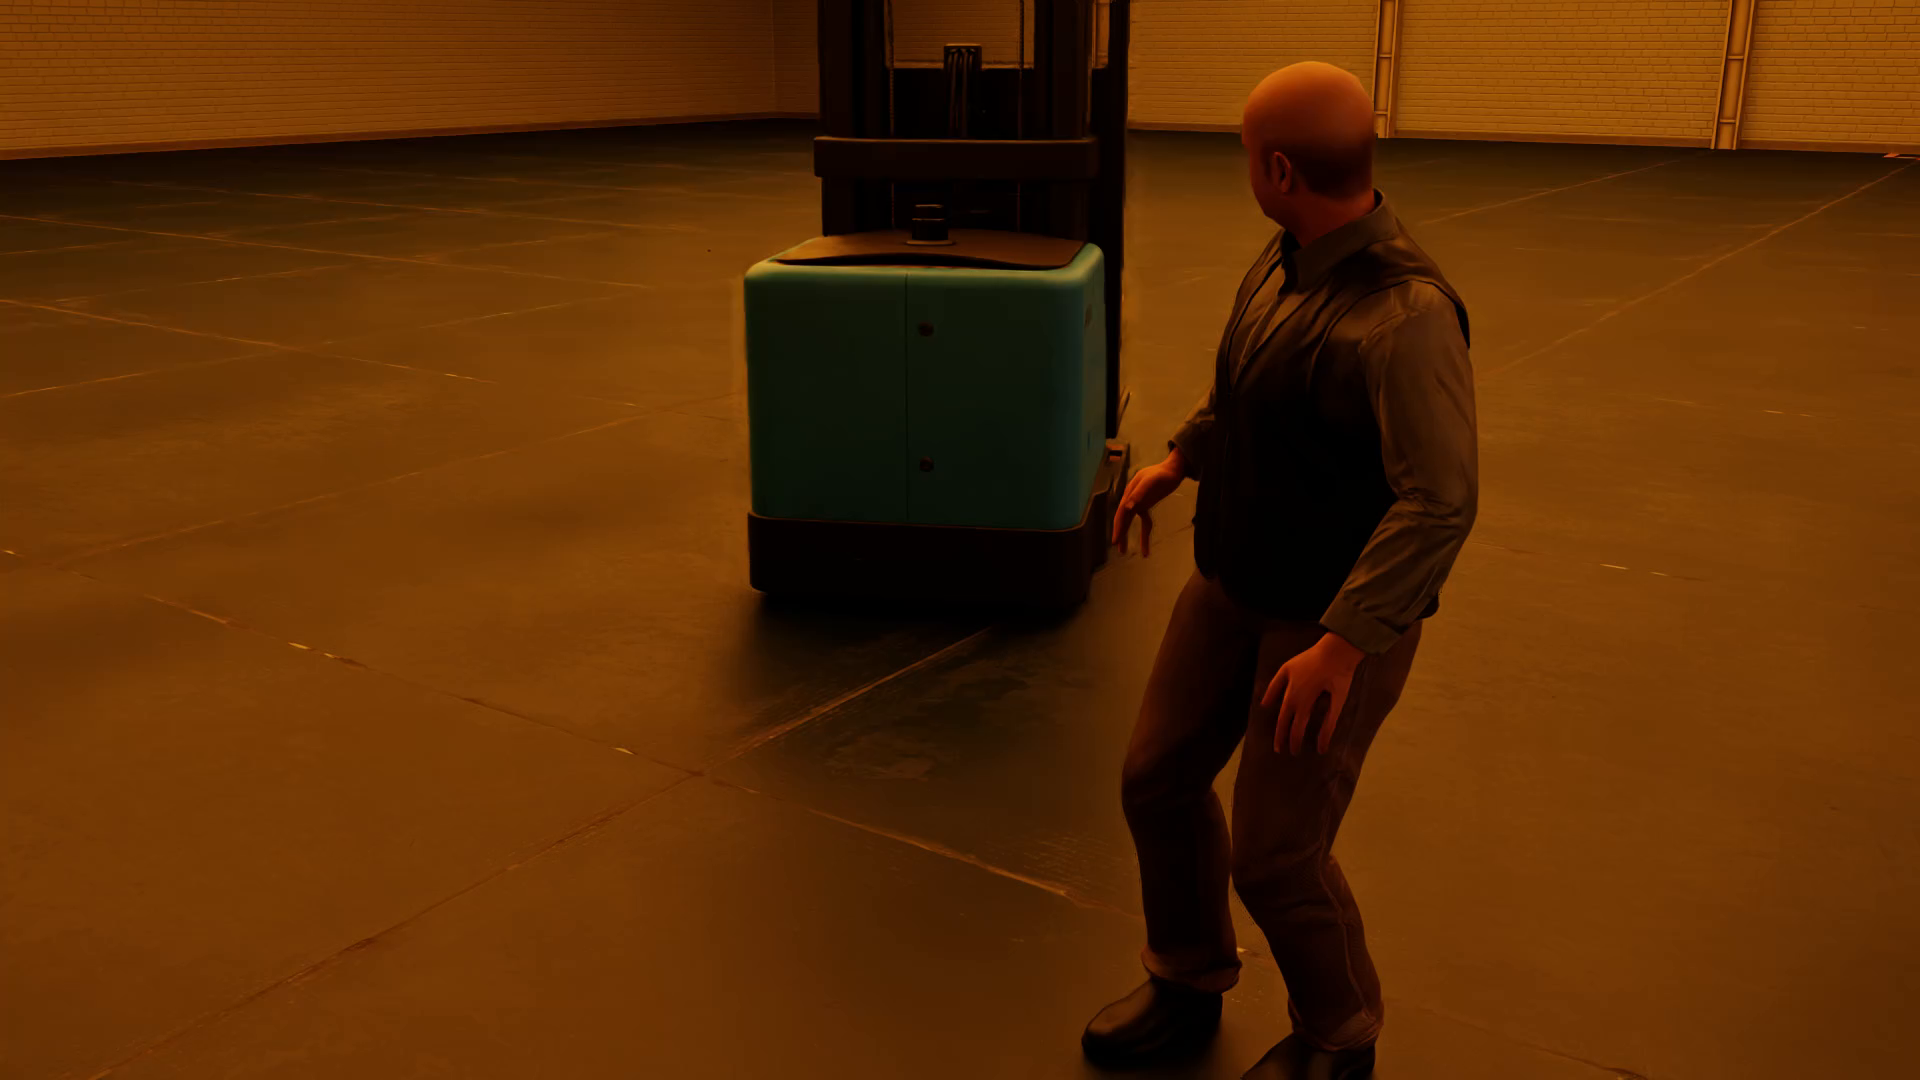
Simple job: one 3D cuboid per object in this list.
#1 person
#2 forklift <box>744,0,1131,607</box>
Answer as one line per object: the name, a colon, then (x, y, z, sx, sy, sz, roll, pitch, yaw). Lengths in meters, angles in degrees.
person: (0.510, 0.116, 2.644, 0.516, 1.687, 0.731, -7, 18, -21)
forklift: (0.085, -1.579, 6.114, 1.130, 2.935, 3.031, 3, 17, 9)
